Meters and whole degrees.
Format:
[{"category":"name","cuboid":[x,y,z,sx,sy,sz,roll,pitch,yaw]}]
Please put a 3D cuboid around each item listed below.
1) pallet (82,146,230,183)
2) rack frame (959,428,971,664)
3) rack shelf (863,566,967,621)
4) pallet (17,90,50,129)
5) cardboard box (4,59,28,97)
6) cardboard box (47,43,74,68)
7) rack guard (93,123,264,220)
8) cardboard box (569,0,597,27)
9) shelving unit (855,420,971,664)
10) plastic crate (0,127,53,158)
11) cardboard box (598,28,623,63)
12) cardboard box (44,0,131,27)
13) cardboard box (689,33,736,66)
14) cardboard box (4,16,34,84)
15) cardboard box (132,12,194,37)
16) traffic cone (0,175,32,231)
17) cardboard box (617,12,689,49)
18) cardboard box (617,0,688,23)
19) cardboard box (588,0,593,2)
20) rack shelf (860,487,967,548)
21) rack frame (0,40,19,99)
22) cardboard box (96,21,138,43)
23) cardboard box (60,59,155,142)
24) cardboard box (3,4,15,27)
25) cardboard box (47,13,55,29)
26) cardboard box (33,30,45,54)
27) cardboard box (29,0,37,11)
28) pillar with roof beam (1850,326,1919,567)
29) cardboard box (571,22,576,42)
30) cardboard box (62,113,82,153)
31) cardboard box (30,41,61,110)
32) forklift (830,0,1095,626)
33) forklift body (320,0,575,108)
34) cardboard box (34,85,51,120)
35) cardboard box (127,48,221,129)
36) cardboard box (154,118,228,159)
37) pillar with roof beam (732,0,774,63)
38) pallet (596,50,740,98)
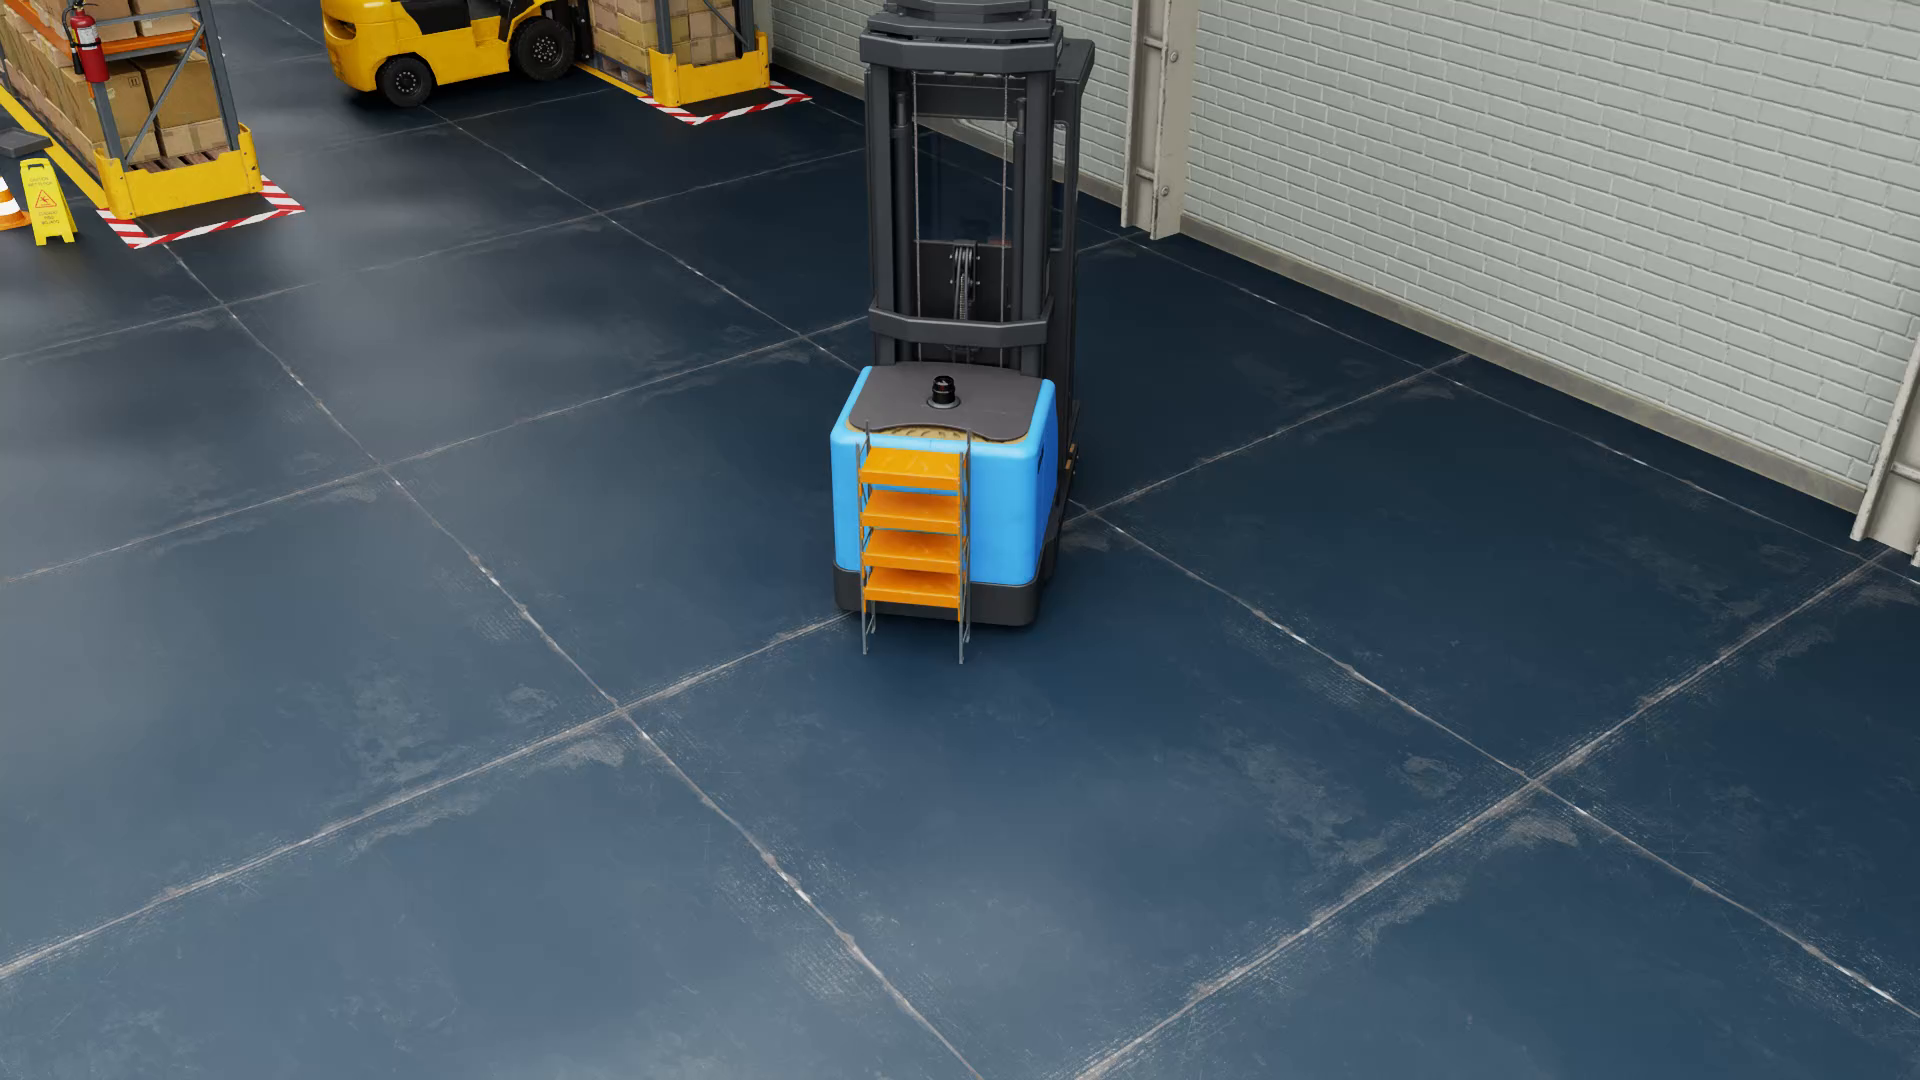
[{"category":"pallet","cuboid":[-6.877,-3.266,14.308,1.003,0.211,1.213,-22,38,-31]},{"category":"rack frame","cuboid":[0.024,0.045,8.041,0.015,1.200,0.240,5,32,8]},{"category":"rack shelf","cuboid":[-0.217,0.249,8.215,0.480,0.148,0.258,5,32,8]},{"category":"pallet","cuboid":[-8.373,-4.283,15.945,1.003,0.211,1.213,-22,38,-31]},{"category":"cardboard box","cuboid":[-8.664,-4.413,15.720,0.500,0.250,0.500,-24,39,-33]},{"category":"cardboard box","cuboid":[-7.335,-4.054,13.816,0.380,0.149,0.250,-21,38,-30]},{"category":"rack guard","cuboid":[-6.406,-3.038,13.668,1.175,0.500,0.348,-22,38,-31]},{"category":"cardboard box","cuboid":[-3.619,-5.421,16.870,0.500,0.250,0.500,-23,39,-32]},{"category":"shelving unit","cuboid":[-0.217,0.023,8.075,0.503,1.200,0.258,5,32,8]},{"category":"plastic crate","cuboid":[-8.498,-3.576,14.931,0.583,0.080,0.402,18,36,27]},{"category":"cardboard box","cuboid":[-3.276,-4.990,16.650,0.500,0.250,0.500,-22,38,-31]},{"category":"cardboard box","cuboid":[-6.910,-4.374,13.074,0.500,0.500,0.500,-23,39,-32]},{"category":"cardboard box","cuboid":[-2.588,-4.954,16.592,0.500,0.250,0.500,-22,38,-31]},{"category":"cardboard box","cuboid":[-8.327,-4.512,15.169,0.500,0.500,0.500,-21,37,-30]},{"category":"cardboard box","cuboid":[-6.405,-4.170,13.360,0.380,0.149,0.250,-22,38,-31]},{"category":"traffic cone","cuboid":[-7.642,-2.753,13.244,0.336,0.463,0.334,-22,38,-31]},{"category":"cardboard box","cuboid":[-2.987,-5.000,16.192,0.500,0.250,0.500,-23,38,-32]},{"category":"cardboard box","cuboid":[-2.970,-5.202,16.043,0.500,0.250,0.500,-21,37,-30]},{"category":"cardboard box","cuboid":[-3.605,-5.620,16.716,0.500,0.250,0.500,-22,38,-31]},{"category":"rack shelf","cuboid":[-0.217,-0.110,7.993,0.480,0.148,0.258,5,32,8]},{"category":"rack frame","cuboid":[-8.813,-5.736,15.642,1.000,3.000,0.127,-22,38,-31]},{"category":"cardboard box","cuboid":[-6.758,-4.049,13.164,0.380,0.149,0.250,-21,37,-30]},{"category":"cardboard box","cuboid":[-7.057,-3.647,13.776,0.500,0.500,0.500,-22,38,-31]},{"category":"cardboard box","cuboid":[-8.318,-4.722,14.892,0.380,0.149,0.250,-21,37,-30]},{"category":"cardboard box","cuboid":[-7.141,-4.232,13.459,0.380,0.149,0.250,-23,39,-32]},{"category":"cardboard box","cuboid":[-7.647,-4.270,14.165,0.380,0.149,0.250,-21,37,-29]},{"category":"cardboard box","cuboid":[-7.598,-4.559,13.985,0.380,0.149,0.250,-23,38,-32]},{"category":"pillar with roof beam","cuboid":[1.802,-2.412,4.605,9.100,9.000,0.400,-22,38,-31]},{"category":"cardboard box","cuboid":[-3.912,-5.411,17.327,0.500,0.250,0.500,-21,38,-30]},{"category":"cardboard box","cuboid":[-7.379,-3.547,14.326,0.500,0.250,0.500,-22,38,-31]},{"category":"cardboard box","cuboid":[-7.684,-4.076,14.467,0.500,0.500,0.500,-23,39,-32]},{"category":"forklift","cuboid":[0.105,-1.573,9.005,1.130,2.935,3.031,5,32,8]},{"category":"forklift body","cuboid":[-5.045,-5.516,16.092,2.313,2.155,1.214,-22,38,-31]},{"category":"cardboard box","cuboid":[-8.000,-3.974,15.013,0.500,0.250,0.500,-23,38,-32]},{"category":"cardboard box","cuboid":[-6.651,-3.833,14.076,0.500,0.500,0.500,-24,39,-33]},{"category":"cardboard box","cuboid":[-6.636,-3.505,14.258,0.500,0.250,0.500,-23,38,-32]},{"category":"pillar with roof beam","cuboid":[-5.557,-7.414,12.657,9.100,9.000,0.400,-22,38,-31]},{"category":"pallet","cuboid":[-2.943,-4.797,16.773,1.003,0.211,1.213,-22,38,-31]}]
